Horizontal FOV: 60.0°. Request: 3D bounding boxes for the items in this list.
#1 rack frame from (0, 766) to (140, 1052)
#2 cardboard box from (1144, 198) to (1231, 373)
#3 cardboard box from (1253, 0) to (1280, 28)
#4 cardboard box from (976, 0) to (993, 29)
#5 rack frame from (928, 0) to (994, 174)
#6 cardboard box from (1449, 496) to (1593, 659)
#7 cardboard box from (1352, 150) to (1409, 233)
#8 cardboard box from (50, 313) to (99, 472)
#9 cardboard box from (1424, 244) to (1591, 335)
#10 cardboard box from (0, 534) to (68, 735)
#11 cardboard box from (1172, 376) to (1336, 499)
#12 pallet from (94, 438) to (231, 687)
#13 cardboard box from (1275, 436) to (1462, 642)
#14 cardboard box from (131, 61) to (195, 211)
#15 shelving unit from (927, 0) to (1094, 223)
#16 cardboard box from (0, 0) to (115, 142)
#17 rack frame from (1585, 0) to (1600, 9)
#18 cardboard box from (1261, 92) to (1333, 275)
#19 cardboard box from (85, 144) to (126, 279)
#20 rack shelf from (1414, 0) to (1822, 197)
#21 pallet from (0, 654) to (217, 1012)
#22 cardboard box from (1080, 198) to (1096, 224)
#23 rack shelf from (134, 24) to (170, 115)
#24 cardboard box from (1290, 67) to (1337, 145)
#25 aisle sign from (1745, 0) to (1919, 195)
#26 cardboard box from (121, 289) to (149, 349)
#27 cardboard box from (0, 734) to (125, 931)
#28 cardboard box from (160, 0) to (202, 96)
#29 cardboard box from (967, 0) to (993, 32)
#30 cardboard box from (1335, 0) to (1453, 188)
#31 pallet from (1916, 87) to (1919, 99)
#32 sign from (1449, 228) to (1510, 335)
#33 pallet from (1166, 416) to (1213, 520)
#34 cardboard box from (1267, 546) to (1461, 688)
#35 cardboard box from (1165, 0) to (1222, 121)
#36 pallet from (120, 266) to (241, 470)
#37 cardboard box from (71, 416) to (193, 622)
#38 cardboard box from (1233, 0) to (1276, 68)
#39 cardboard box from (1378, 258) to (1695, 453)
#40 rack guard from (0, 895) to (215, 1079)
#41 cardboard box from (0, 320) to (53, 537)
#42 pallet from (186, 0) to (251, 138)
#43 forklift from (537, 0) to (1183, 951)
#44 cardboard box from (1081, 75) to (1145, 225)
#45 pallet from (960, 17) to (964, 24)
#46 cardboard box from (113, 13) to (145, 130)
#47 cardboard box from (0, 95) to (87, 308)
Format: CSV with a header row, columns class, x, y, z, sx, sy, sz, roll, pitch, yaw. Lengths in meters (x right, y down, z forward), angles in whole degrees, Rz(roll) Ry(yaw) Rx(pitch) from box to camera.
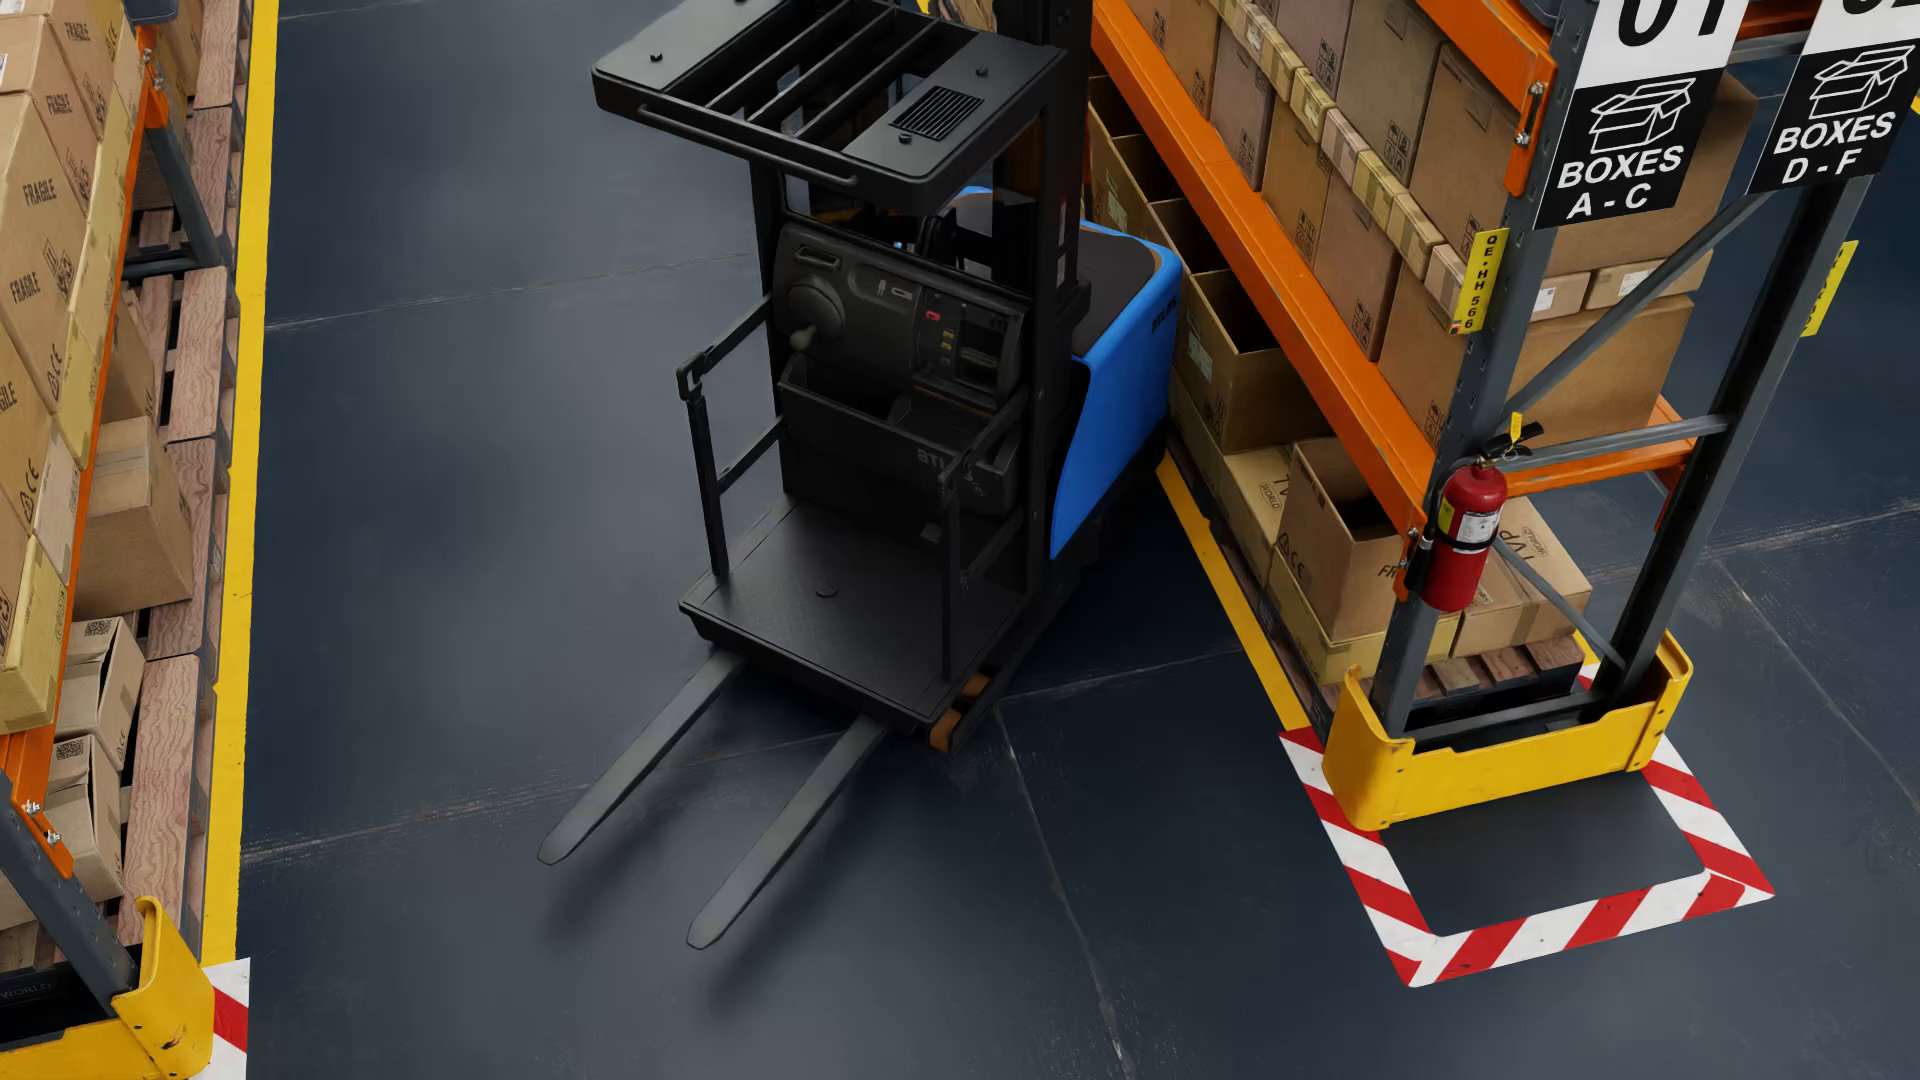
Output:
class,x,y,z,sx,sy,sz,roll,pitch,yaw
rack frame,-2.906,0.637,4.026,1.000,3.000,0.127,-11,47,-10
cardboard box,1.060,-1.068,6.802,0.500,0.500,0.500,-11,47,-10
cardboard box,1.363,-2.178,5.806,0.700,0.500,0.500,-11,47,-10
cardboard box,0.338,-2.999,8.828,0.500,0.311,0.500,-10,46,-9
rack frame,0.118,-1.482,6.689,0.400,2.100,0.015,17,46,25
cardboard box,1.960,0.133,6.151,0.500,0.250,0.500,-11,47,-10
cardboard box,1.466,-1.120,5.223,0.380,0.149,0.250,-11,47,-11
cardboard box,-2.995,-0.422,5.154,0.500,0.250,0.500,-11,47,-11
cardboard box,1.600,-0.763,4.873,0.380,0.149,0.250,-11,47,-11
cardboard box,-2.724,0.287,4.459,0.500,0.250,0.500,-12,47,-11
cardboard box,1.190,-0.460,6.732,0.500,0.250,0.500,-11,47,-10
pallet,-3.408,0.152,6.453,1.003,0.211,1.213,-11,47,-10
cardboard box,1.457,-0.035,5.790,0.500,0.500,0.500,-11,47,-10
cardboard box,-4.134,-1.909,7.963,0.700,0.500,0.500,-9,46,-9
shelving unit,0.239,-1.630,6.841,0.431,2.100,0.503,17,46,25
cardboard box,-3.376,-1.729,5.910,0.500,0.500,0.500,-11,47,-11
rack frame,1.882,-2.371,2.773,1.000,3.000,0.127,-11,47,-10
cardboard box,1.514,-1.337,5.890,0.700,0.500,0.500,-10,46,-10
cardboard box,-3.252,-1.118,5.836,0.500,0.250,0.500,-11,47,-11
rack shelf,1.370,-2.451,5.455,1.077,0.370,4.000,-11,47,-10
pallet,-3.099,0.993,5.629,1.003,0.211,1.213,-11,47,-10
cardboard box,0.807,-1.496,7.747,0.500,0.250,0.500,-11,47,-10
rack shelf,-4.442,-3.254,8.342,1.077,0.370,4.000,-11,47,-10
cardboard box,1.336,-1.475,5.571,0.380,0.149,0.250,-9,46,-9
aisle sign,2.195,-1.192,3.998,0.394,0.787,0.004,-11,47,-10
cardboard box,-3.764,-0.923,7.230,0.380,0.166,0.250,-16,48,-15
cardboard box,-2.996,0.930,5.313,0.500,0.311,0.500,-16,48,-15
cardboard box,-4.406,-2.616,8.656,0.700,0.500,0.500,-10,46,-10
cardboard box,0.344,-2.801,9.026,0.500,0.250,0.500,-11,47,-11
cardboard box,1.622,-1.484,5.126,0.700,0.500,0.500,-12,47,-11
pallet,5.779,-2.489,9.042,1.003,0.211,1.213,-11,47,-10
sign,1.354,-0.670,4.330,0.100,0.325,0.005,-11,47,-10
pallet,1.337,-0.657,7.246,1.003,0.211,1.213,-11,47,-10
cardboard box,1.459,0.228,6.058,0.500,0.250,0.500,-11,47,-10
cardboard box,1.244,-2.053,6.592,0.700,0.500,0.500,-10,46,-10
pallet,-3.723,-0.692,7.280,1.003,0.211,1.213,-11,47,-10
cardboard box,-3.281,-0.046,6.137,0.700,0.500,0.500,-13,47,-13
cardboard box,1.201,-1.833,5.922,0.380,0.149,0.250,-11,47,-11
cardboard box,1.775,-0.631,5.198,0.700,0.500,0.500,-11,47,-10
rack guard,-2.925,1.459,4.970,1.175,0.500,0.348,-11,47,-10
cardboard box,-2.854,-0.308,4.518,0.500,0.500,0.500,-11,47,-10
pallet,-4.446,-2.530,9.082,1.003,0.211,1.213,-11,47,-10
forklift,-0.321,-0.641,5.326,1.130,2.935,3.031,23,50,21
cardboard box,0.810,-1.759,7.480,0.500,0.500,0.500,-11,47,-10
pallet,0.632,-2.559,9.110,1.003,0.211,1.213,-11,47,-10
cardboard box,-3.515,-1.808,6.513,0.500,0.250,0.500,-11,47,-10
cardboard box,-3.124,-1.020,5.215,0.500,0.500,0.500,-9,46,-9
